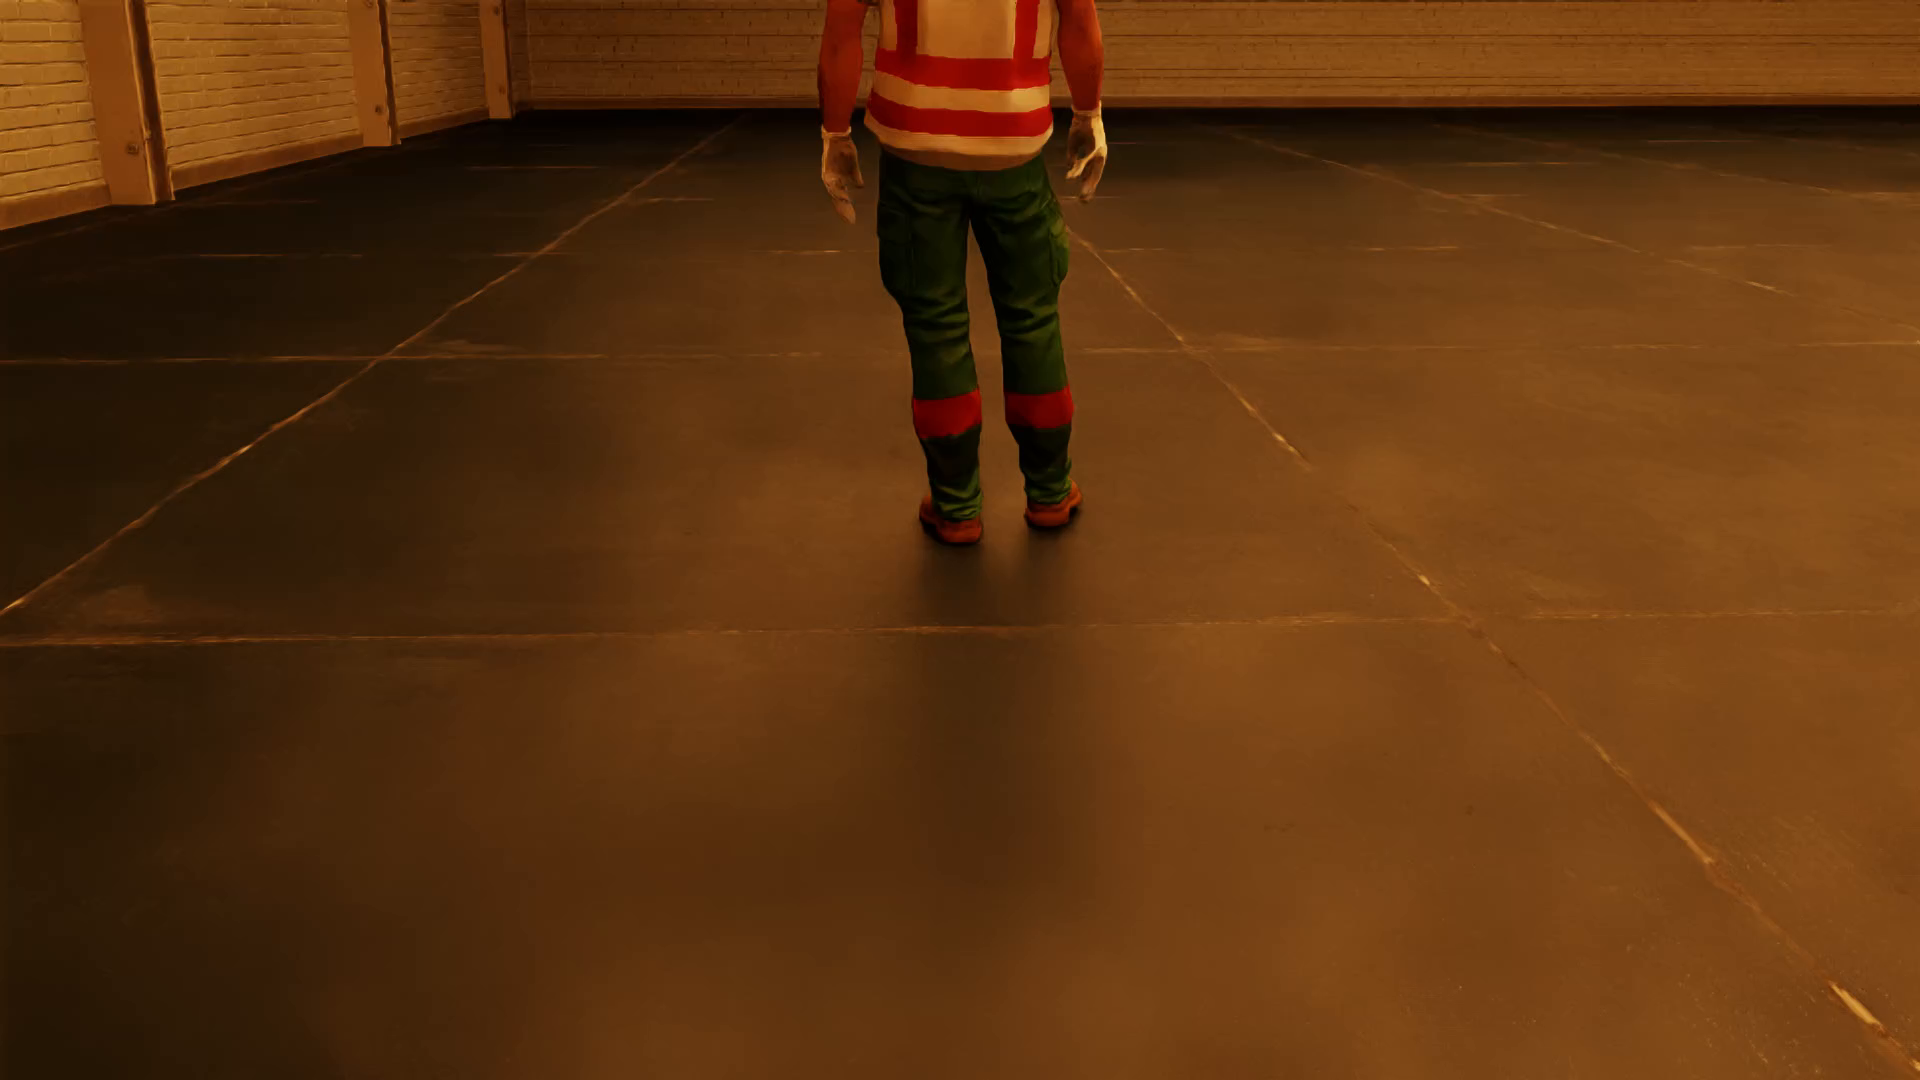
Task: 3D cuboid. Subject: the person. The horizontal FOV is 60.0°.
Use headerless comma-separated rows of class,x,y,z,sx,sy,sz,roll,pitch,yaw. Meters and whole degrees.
person,0.007,-0.886,3.732,0.637,1.787,0.563,-1,17,-3
